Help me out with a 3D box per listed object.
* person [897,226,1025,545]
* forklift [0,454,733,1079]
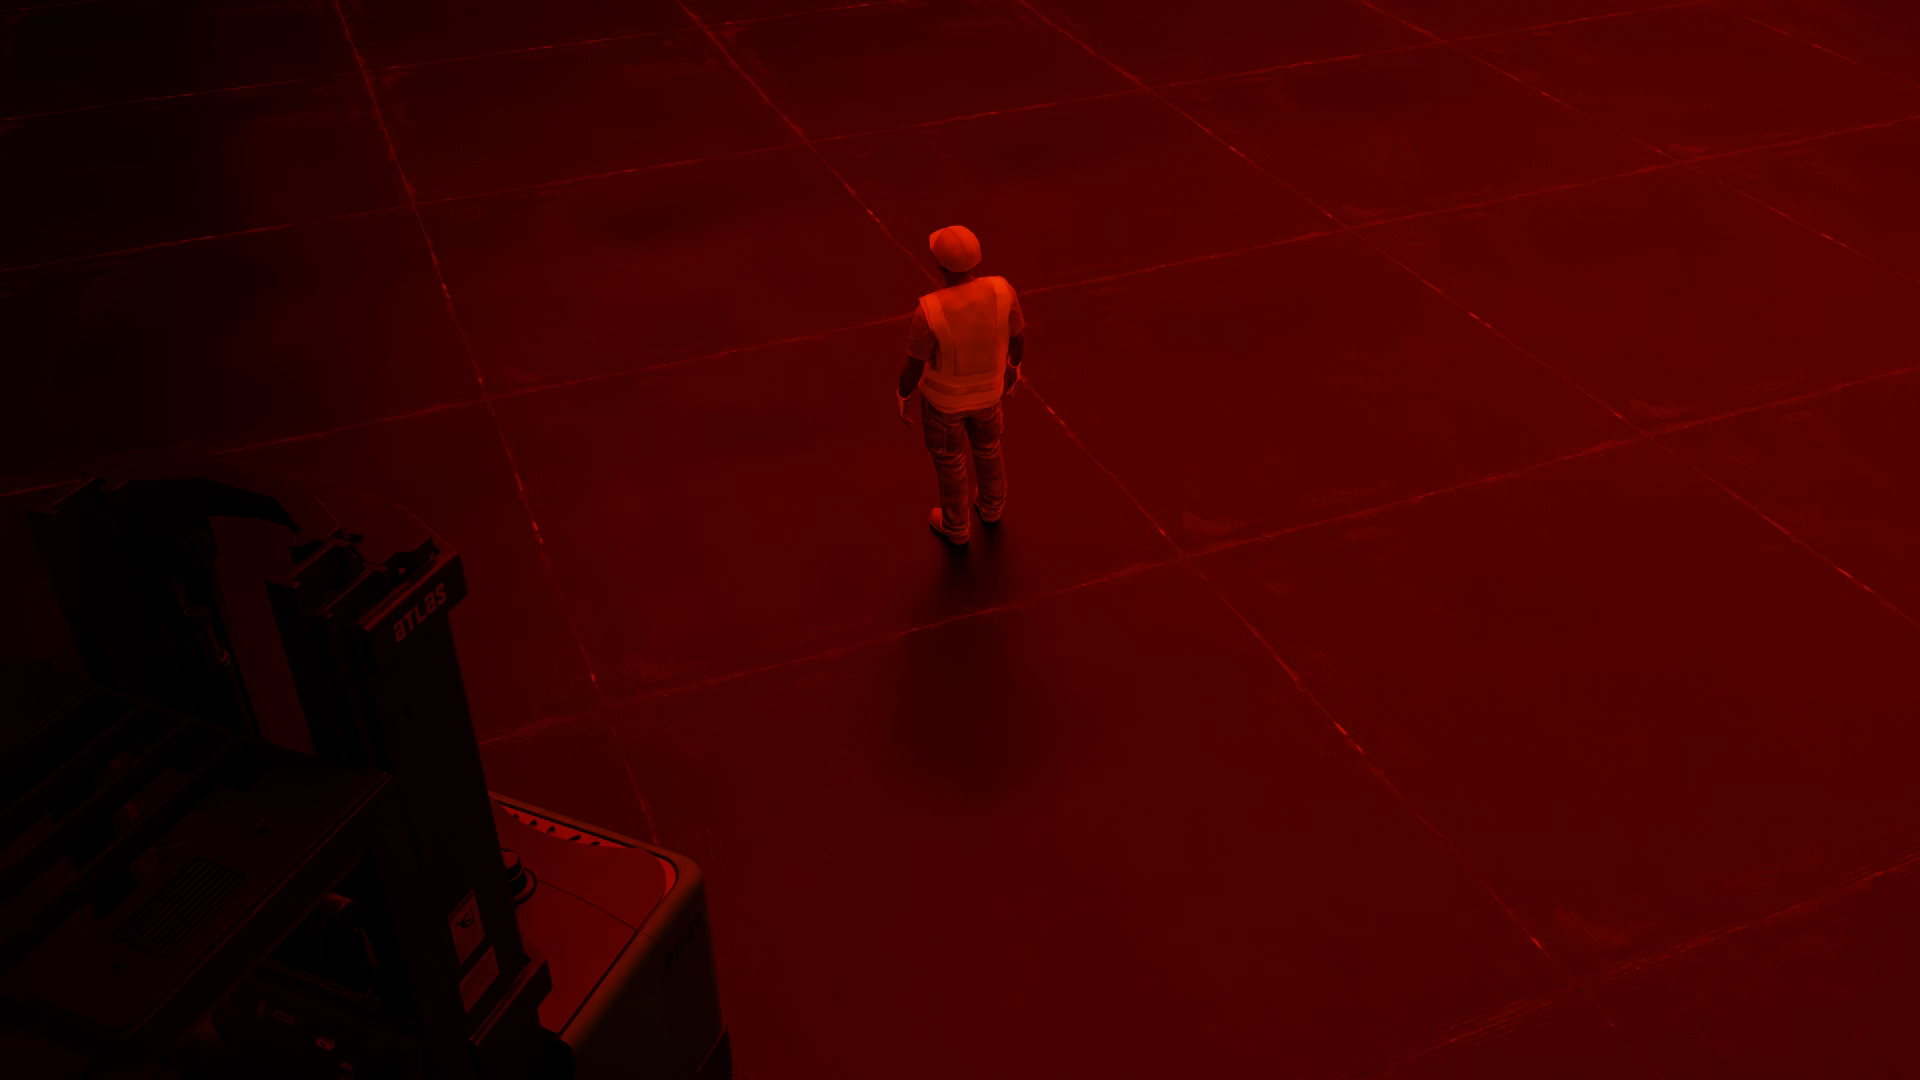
[{"bbox_3d":[-0.019,-0.773,8.163,0.656,1.782,0.577,-14,38,-19],"label":"person"},{"bbox_3d":[-1.849,1.387,4.149,1.130,2.935,3.031,14,38,19],"label":"forklift"}]
